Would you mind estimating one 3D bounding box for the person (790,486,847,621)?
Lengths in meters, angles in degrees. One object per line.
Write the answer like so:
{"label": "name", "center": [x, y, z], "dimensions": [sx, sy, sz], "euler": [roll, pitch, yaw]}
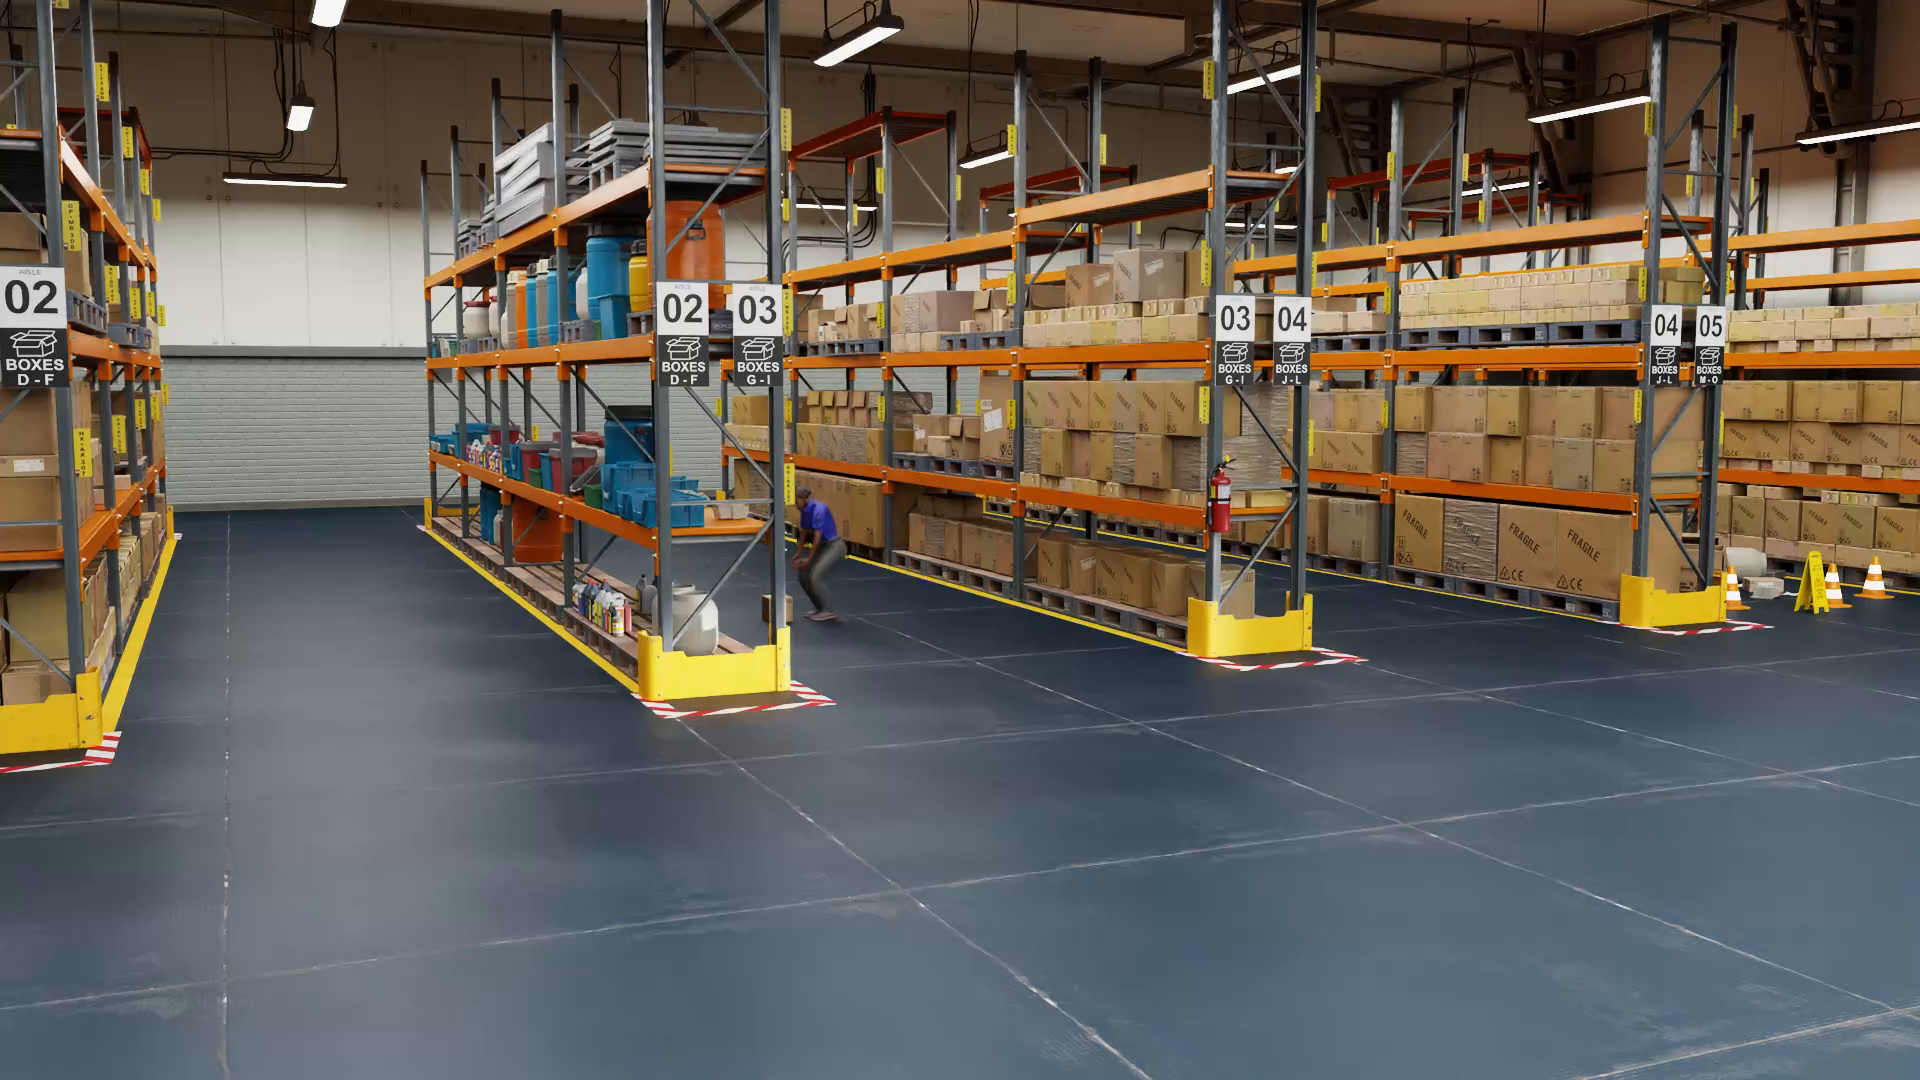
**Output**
{"label": "person", "center": [-1.461, 0.129, 17.147], "dimensions": [0.617, 1.390, 0.495], "euler": [-2, 6, -23]}
